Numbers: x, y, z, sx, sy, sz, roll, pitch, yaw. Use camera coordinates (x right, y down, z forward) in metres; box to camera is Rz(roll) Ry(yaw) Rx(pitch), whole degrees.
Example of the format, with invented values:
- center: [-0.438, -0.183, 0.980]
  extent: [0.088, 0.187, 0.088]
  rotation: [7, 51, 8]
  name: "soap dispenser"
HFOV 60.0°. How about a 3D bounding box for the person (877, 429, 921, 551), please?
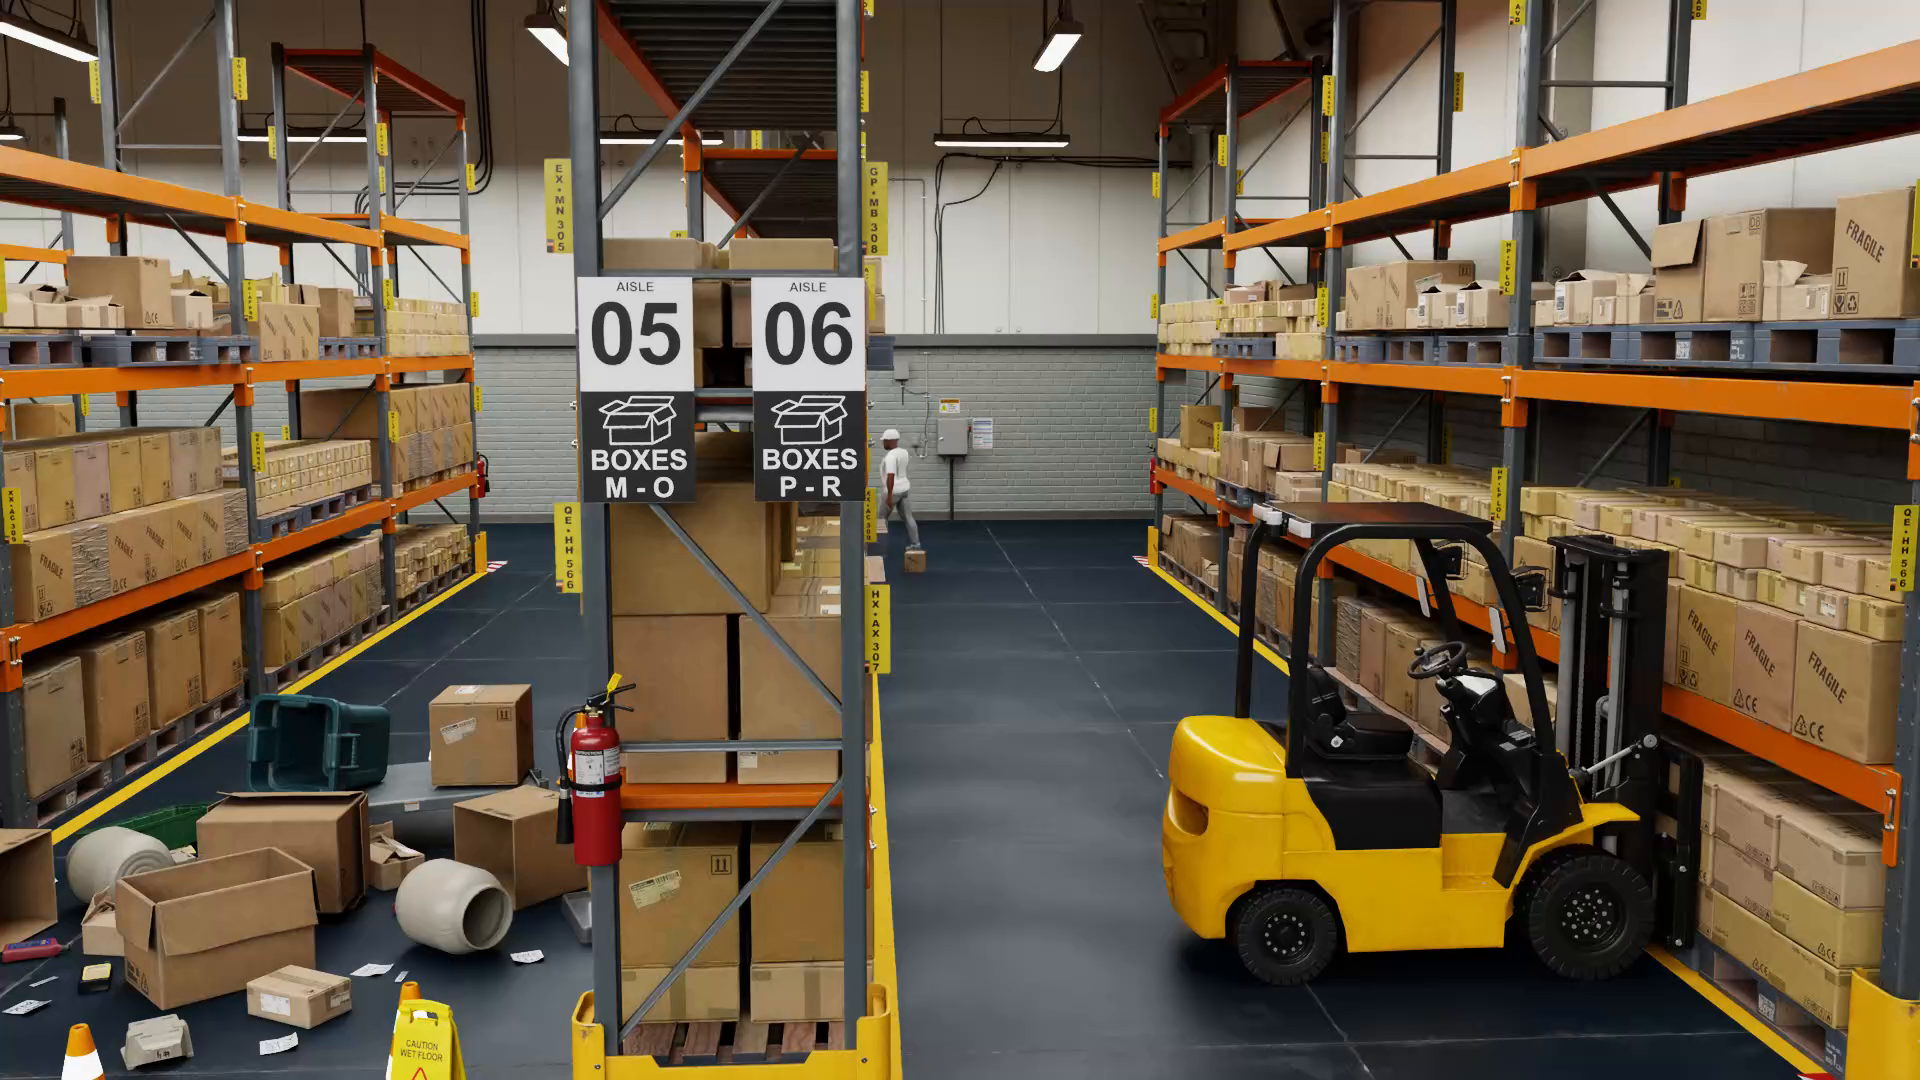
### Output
- center: [-0.982, -0.689, 23.292]
  extent: [0.926, 1.728, 0.661]
  rotation: [4, 8, 28]
  name: "person"
